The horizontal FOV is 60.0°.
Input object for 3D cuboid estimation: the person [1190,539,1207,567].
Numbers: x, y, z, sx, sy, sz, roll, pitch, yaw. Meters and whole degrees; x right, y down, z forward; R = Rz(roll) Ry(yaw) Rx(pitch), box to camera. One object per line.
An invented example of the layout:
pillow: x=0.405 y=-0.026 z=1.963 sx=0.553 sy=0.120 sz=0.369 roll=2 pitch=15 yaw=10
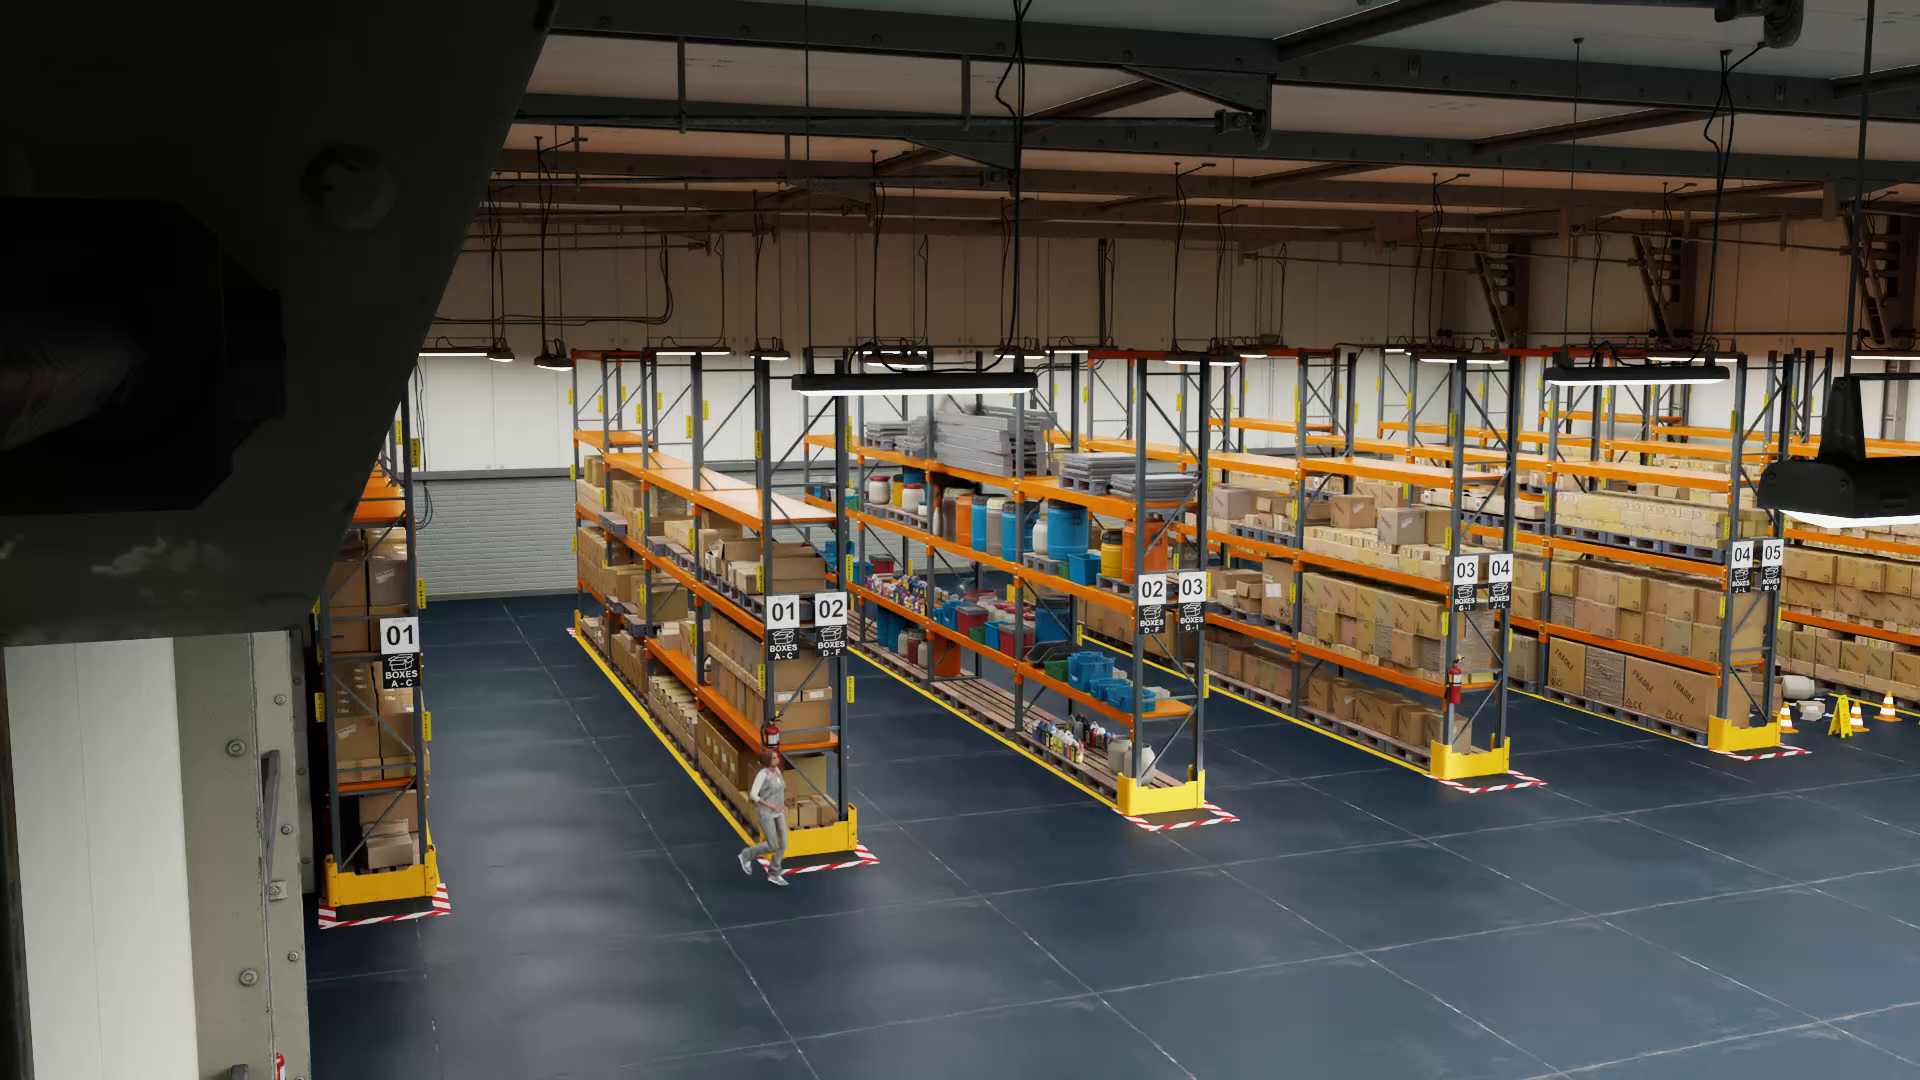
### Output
person: x=5.414 y=0.783 z=38.025 sx=0.643 sy=1.654 sz=0.716 roll=-2 pitch=7 yaw=-13

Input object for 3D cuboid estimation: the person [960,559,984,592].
person: x=0.319 y=0.600 z=39.954 sx=0.685 sy=1.578 sz=0.549 roll=-2 pitch=7 yaw=-13

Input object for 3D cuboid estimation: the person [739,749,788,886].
person: x=-2.241 y=3.191 z=19.215 sx=0.614 sy=1.590 sz=0.550 roll=3 pitch=8 yaw=26

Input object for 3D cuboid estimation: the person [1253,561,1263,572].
person: x=7.417 y=0.358 z=41.139 sx=0.908 sy=1.768 sz=0.733 roll=7 pitch=10 yaw=44
